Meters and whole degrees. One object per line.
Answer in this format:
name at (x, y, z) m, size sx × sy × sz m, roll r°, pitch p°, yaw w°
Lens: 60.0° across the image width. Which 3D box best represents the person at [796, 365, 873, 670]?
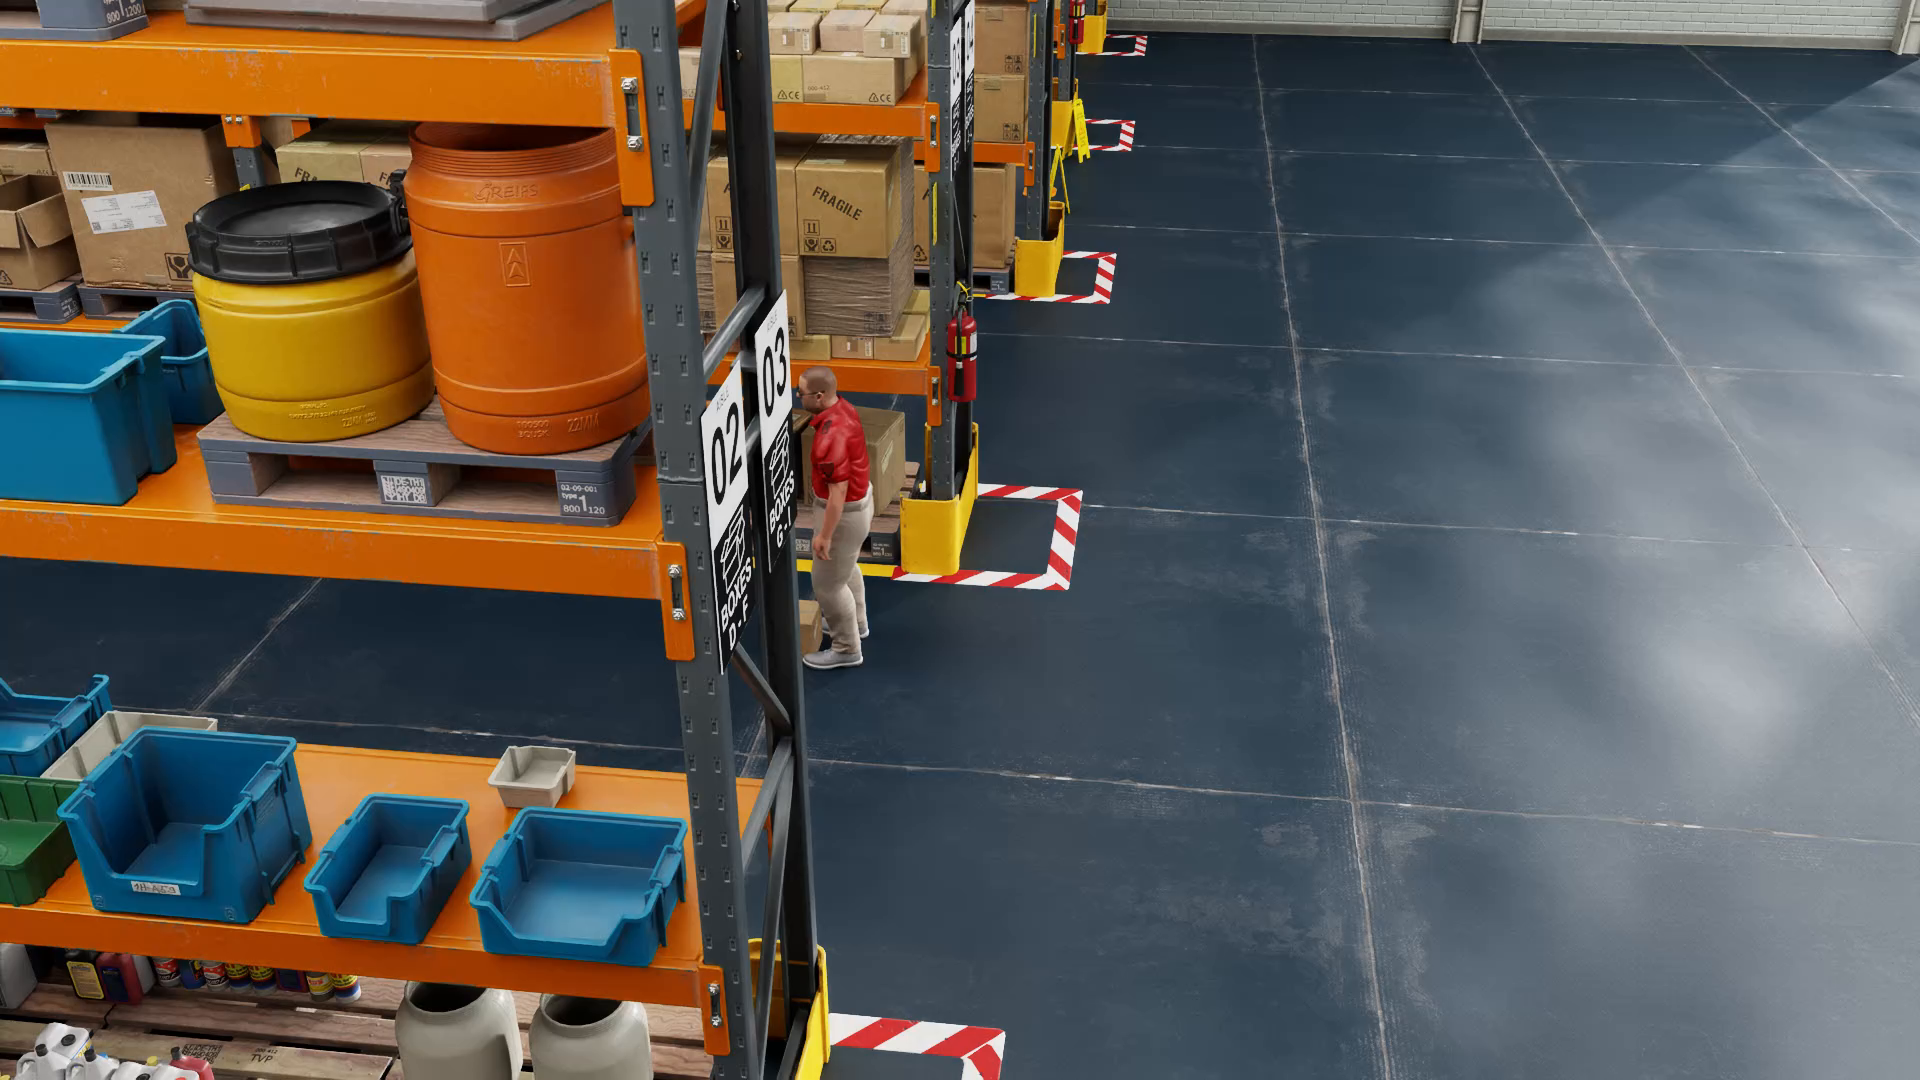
person at (-0.667, -0.134, 8.885) m, size 0.382 × 1.728 × 0.606 m, roll 2°, pitch 28°, yaw 4°
